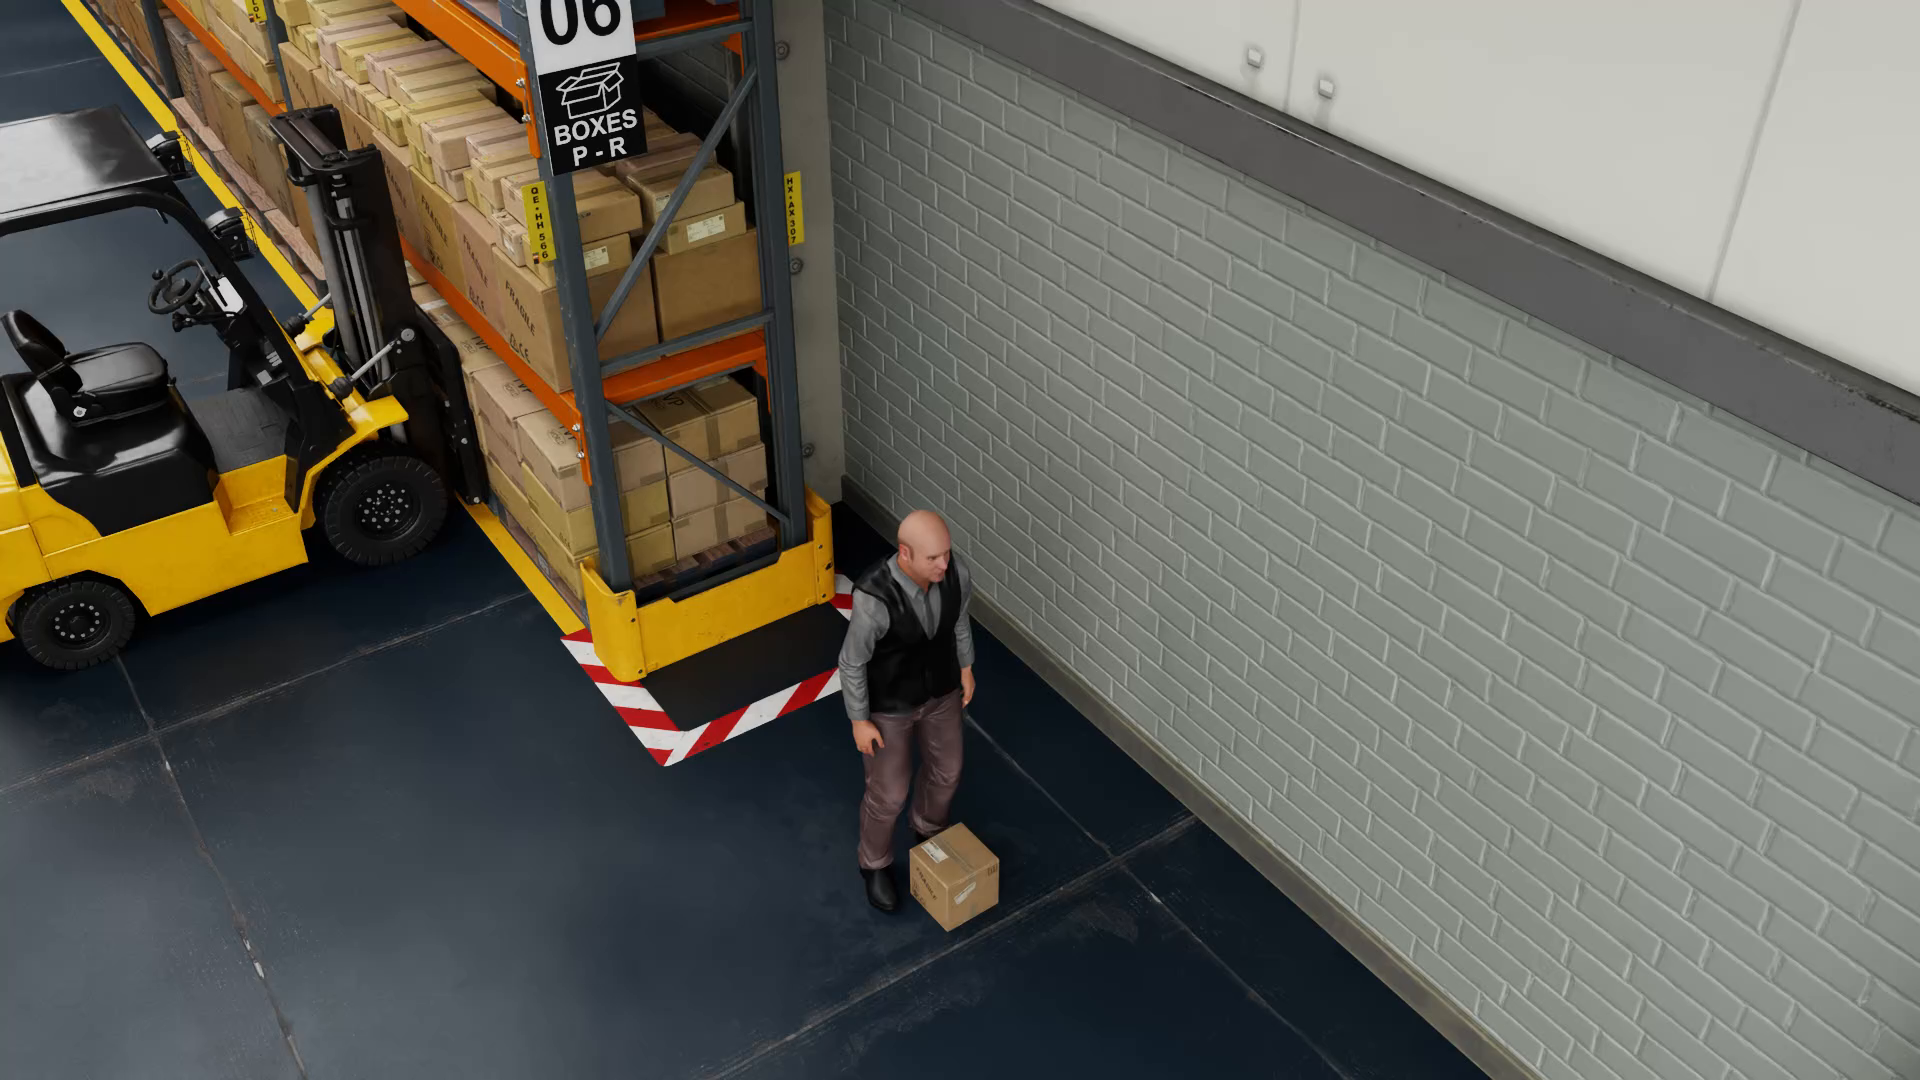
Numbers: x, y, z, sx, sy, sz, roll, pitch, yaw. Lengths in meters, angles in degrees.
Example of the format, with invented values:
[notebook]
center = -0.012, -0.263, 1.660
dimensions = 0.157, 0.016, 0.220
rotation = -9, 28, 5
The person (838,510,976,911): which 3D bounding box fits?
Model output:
[person]
center = -0.190, 0.581, 6.228
dimensions = 0.583, 1.719, 0.421
rotation = -25, 43, -30
